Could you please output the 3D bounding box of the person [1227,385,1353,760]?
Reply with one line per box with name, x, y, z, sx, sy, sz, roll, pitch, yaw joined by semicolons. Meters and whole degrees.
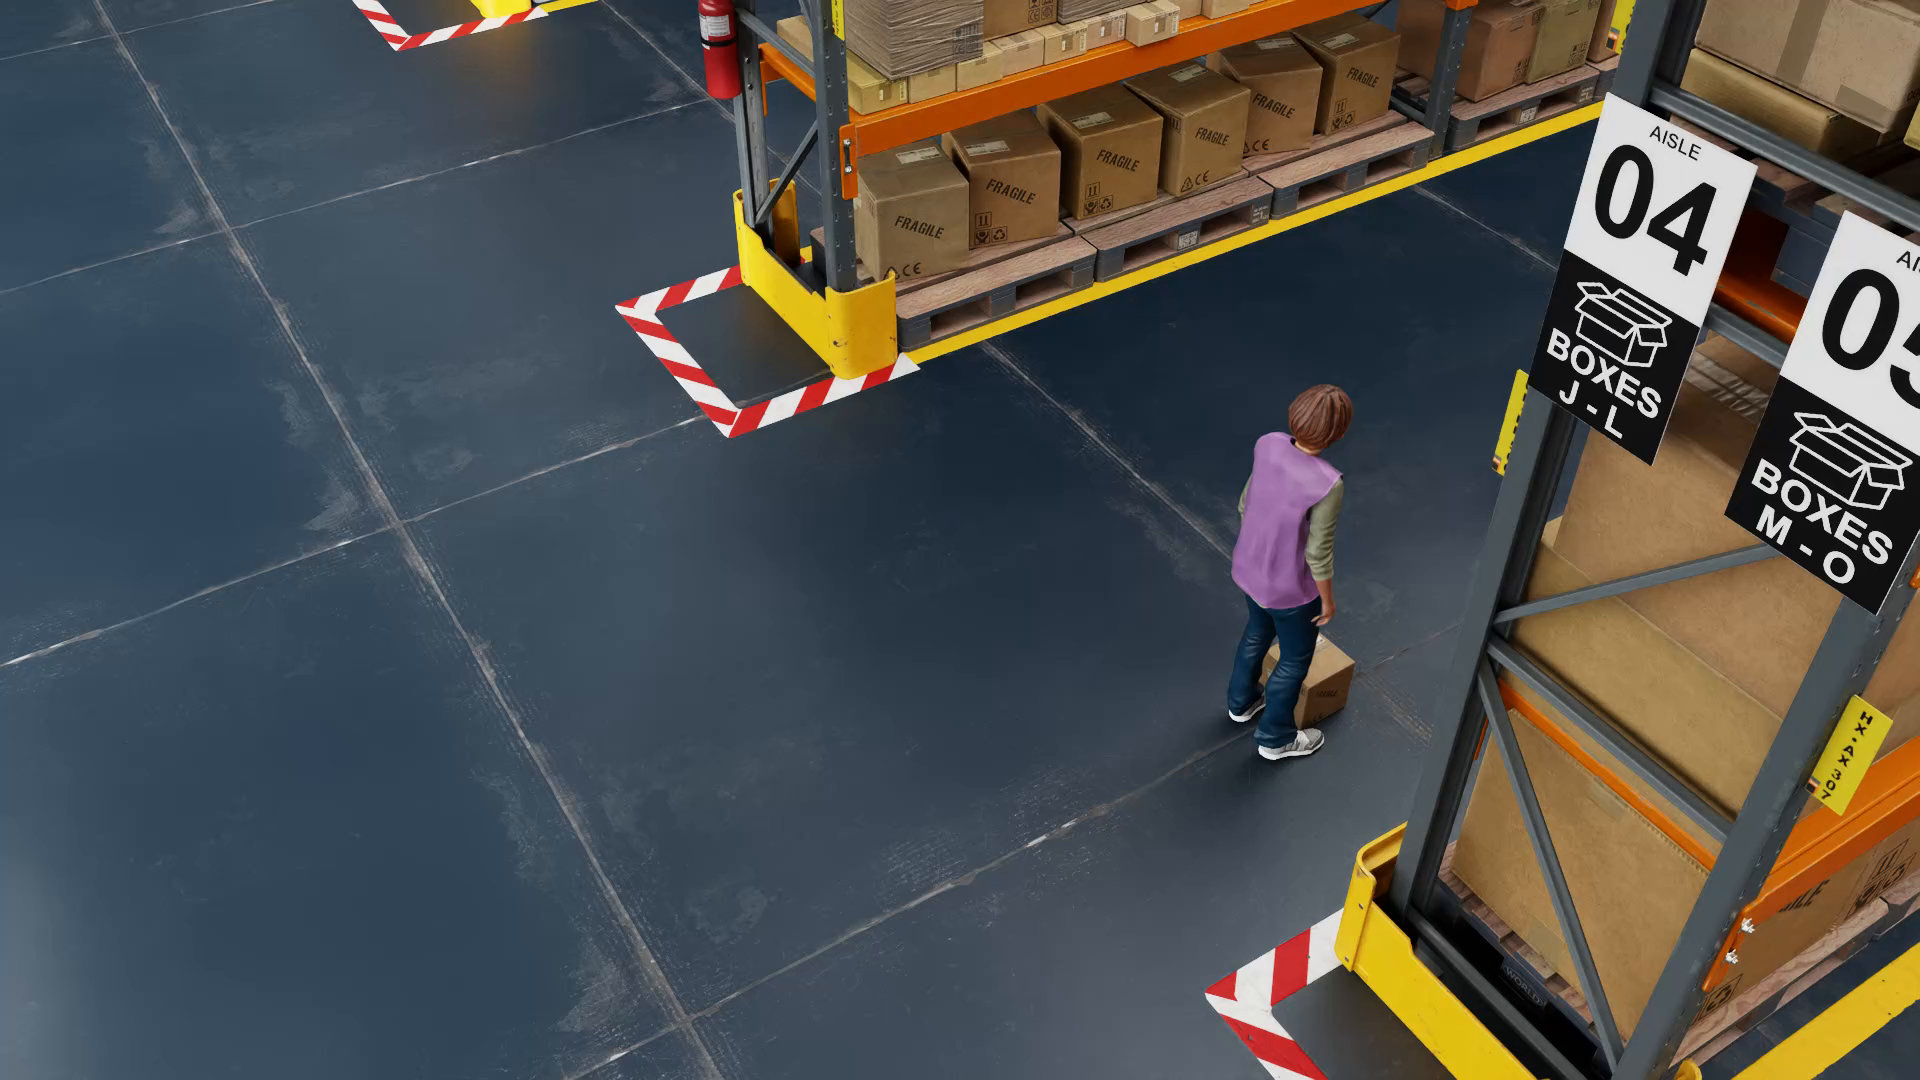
person;1.178;0.127;6.022;0.365;1.592;0.464;-23;46;-24
